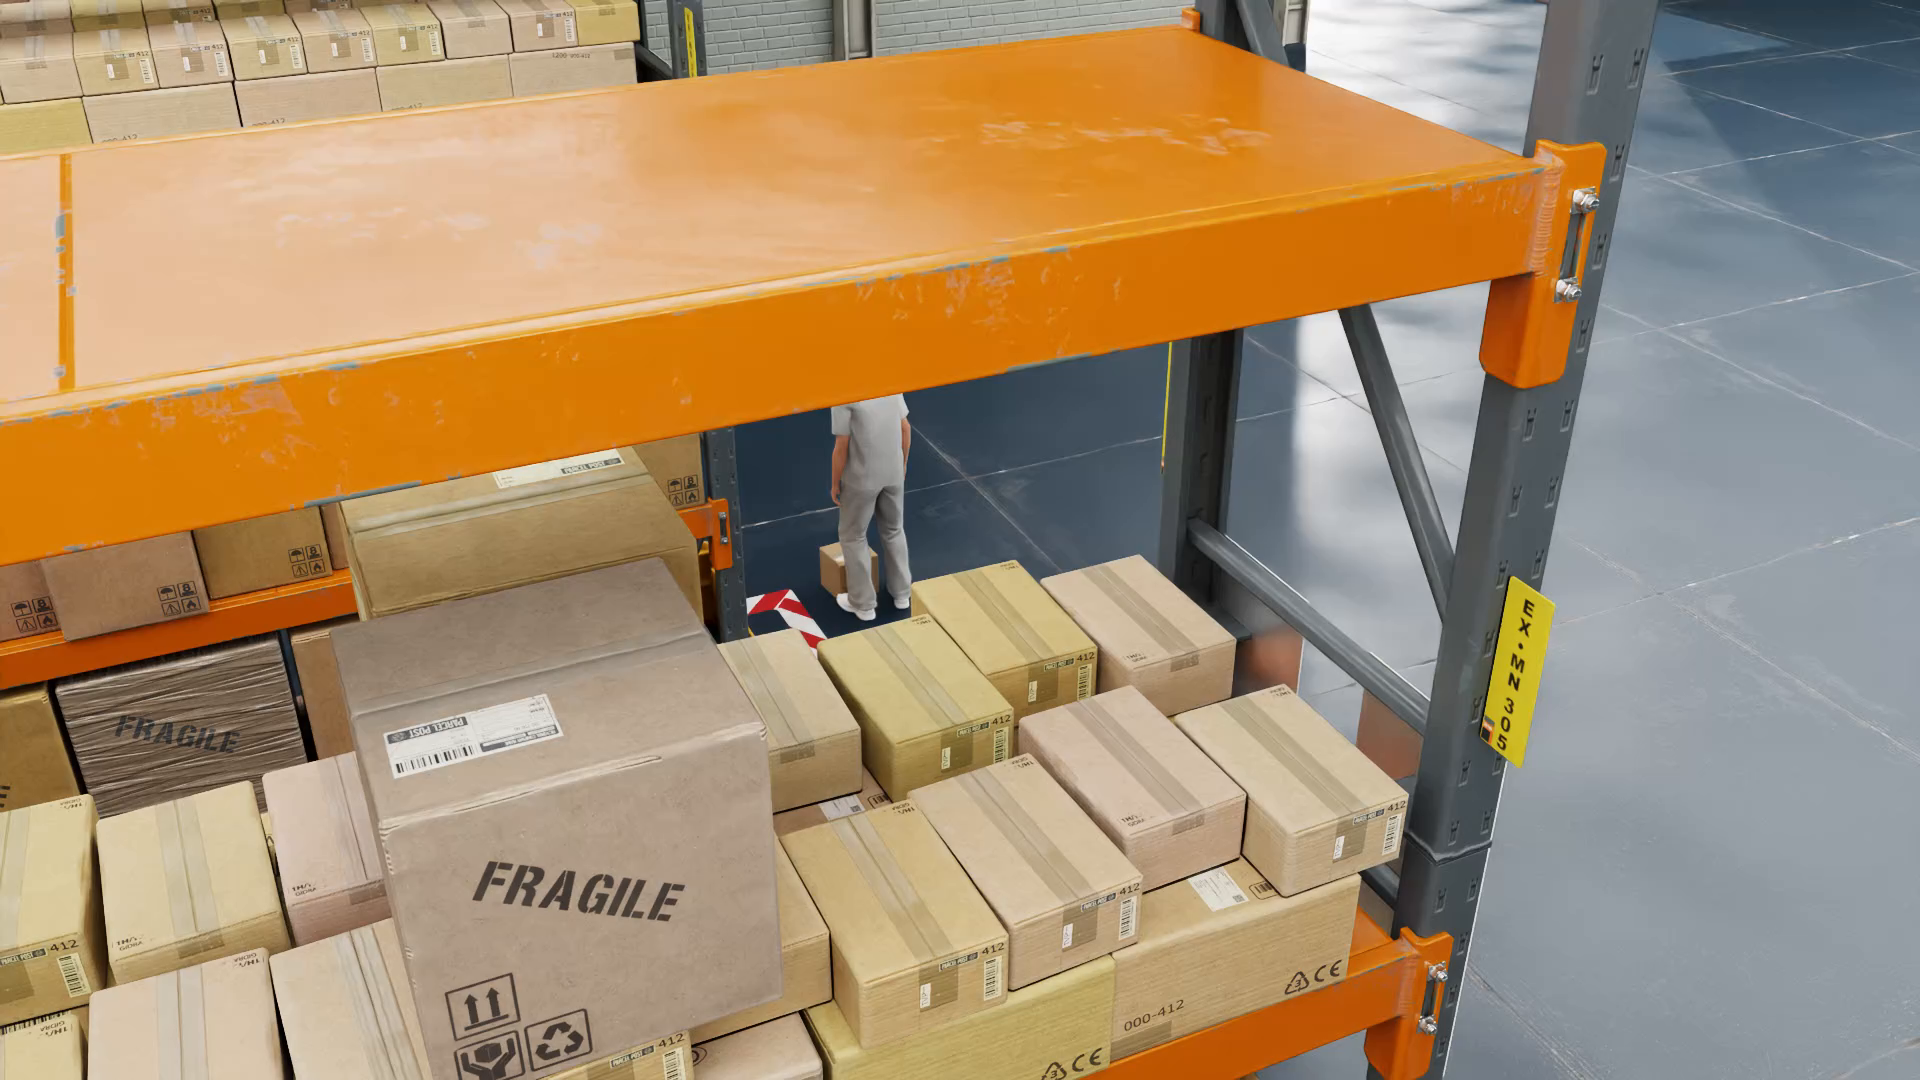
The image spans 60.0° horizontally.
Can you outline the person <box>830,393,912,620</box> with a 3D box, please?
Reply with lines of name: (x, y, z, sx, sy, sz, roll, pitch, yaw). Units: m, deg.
person: (-0.487, -0.345, 9.059, 0.501, 1.671, 0.362, -18, 34, -28)
